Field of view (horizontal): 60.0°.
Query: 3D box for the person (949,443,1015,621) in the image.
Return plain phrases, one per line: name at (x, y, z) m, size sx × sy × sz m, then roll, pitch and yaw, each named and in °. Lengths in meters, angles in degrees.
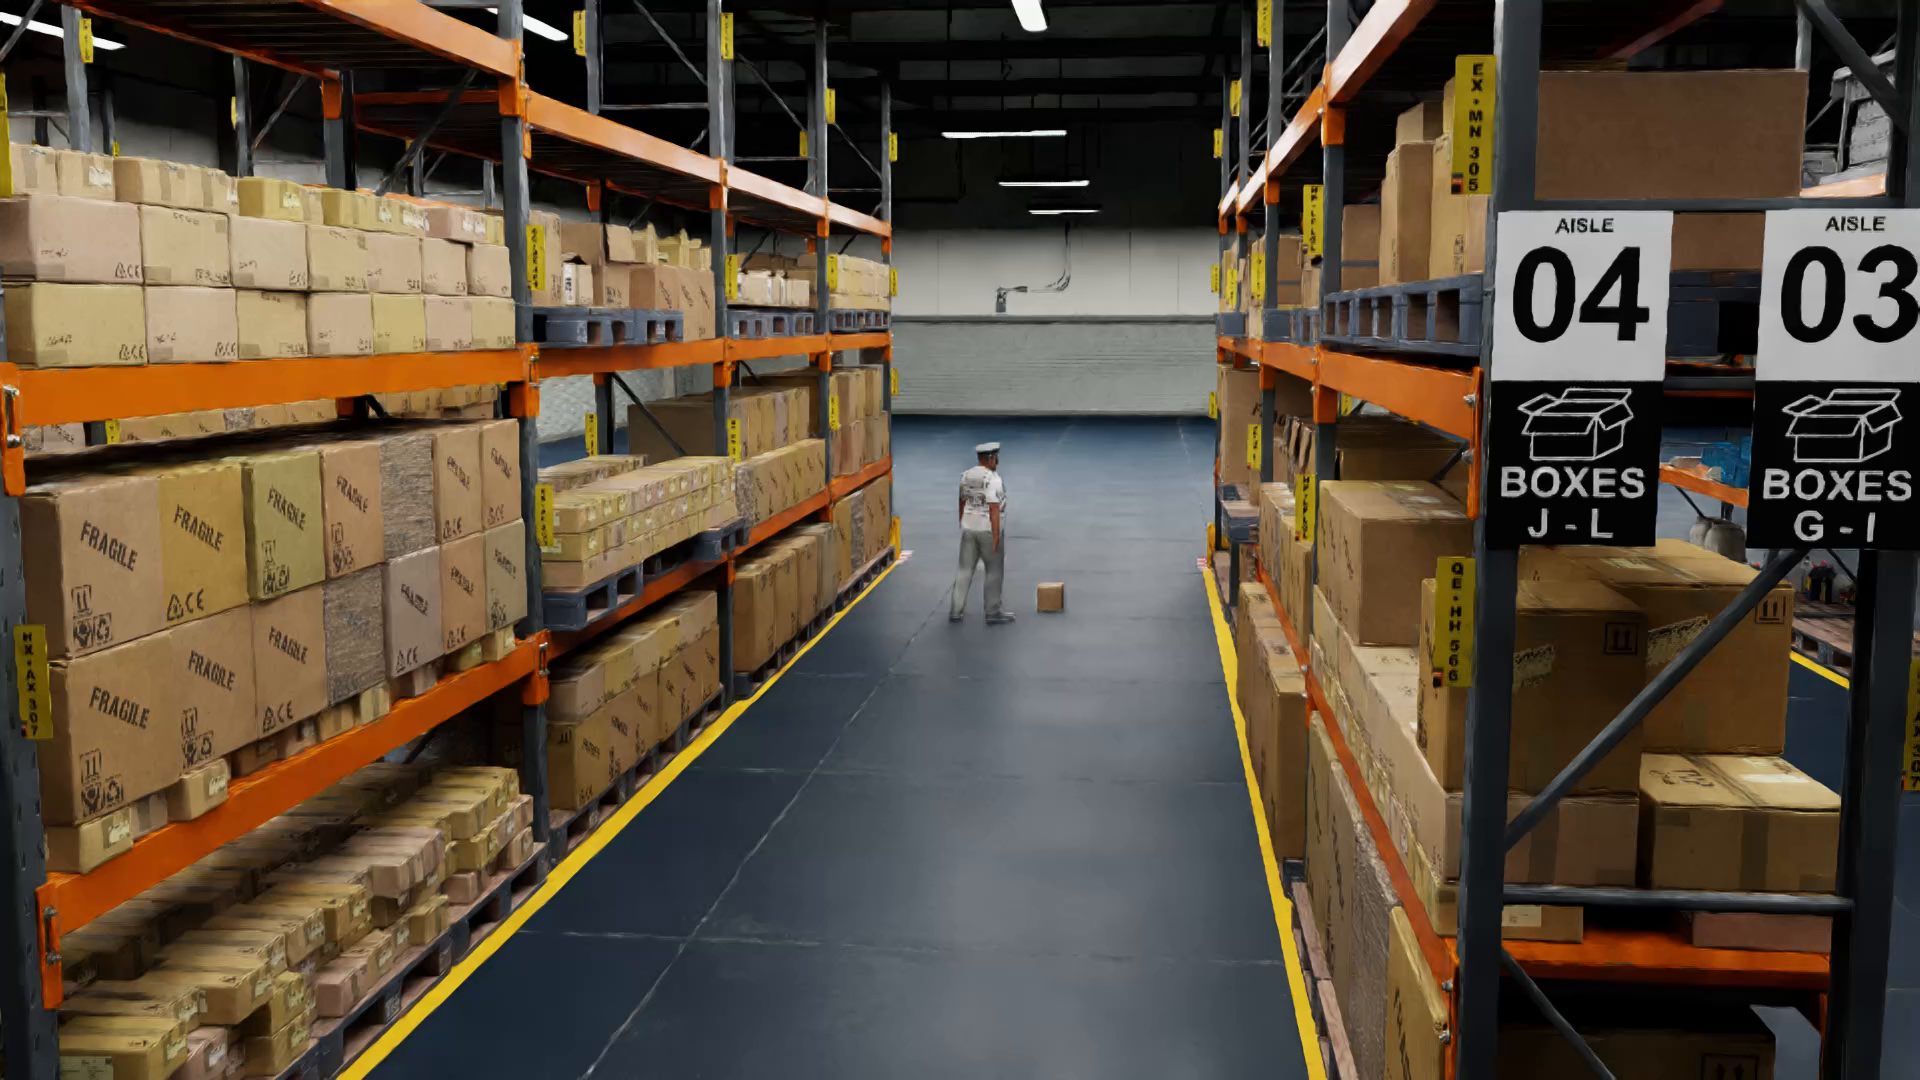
person at (0.194, -0.076, 16.310) m, size 0.594 × 1.754 × 0.599 m, roll 6°, pitch 10°, yaw 39°
